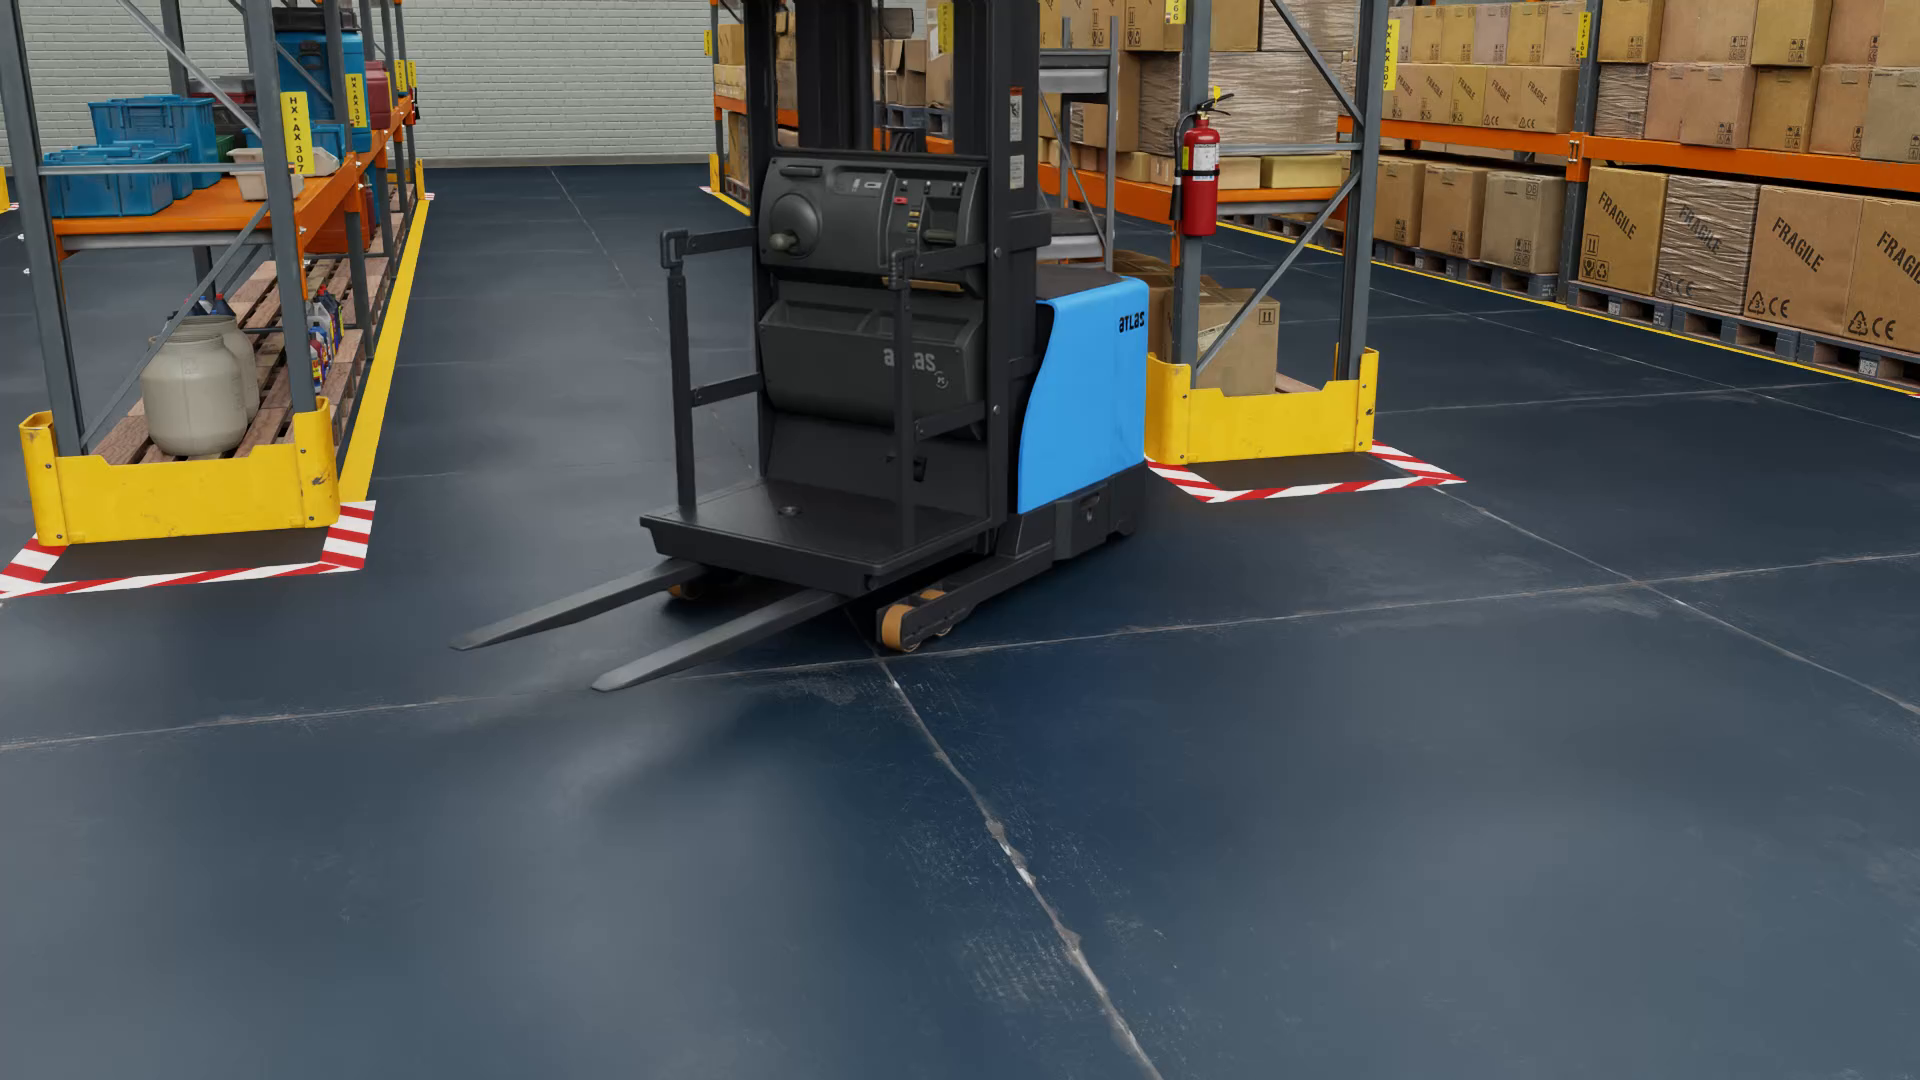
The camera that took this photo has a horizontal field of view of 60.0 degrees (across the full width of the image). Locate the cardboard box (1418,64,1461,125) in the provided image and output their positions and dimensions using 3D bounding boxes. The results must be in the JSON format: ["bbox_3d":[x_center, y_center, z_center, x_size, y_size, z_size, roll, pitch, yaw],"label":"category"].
[{"bbox_3d":[4.412,-3.935,14.664,0.500,0.500,0.500,-5,17,-16],"label":"cardboard box"}]

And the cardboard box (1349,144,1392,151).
[{"bbox_3d":[4.176,-4.024,17.444,0.500,0.250,0.500,-6,18,-18],"label":"cardboard box"}]

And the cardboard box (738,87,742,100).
[{"bbox_3d":[-2.516,-5.486,20.439,0.380,0.149,0.250,-5,17,-16],"label":"cardboard box"}]

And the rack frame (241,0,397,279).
[{"bbox_3d":[-5.426,-3.695,14.038,1.000,3.000,0.127,-5,17,-15],"label":"rack frame"}]

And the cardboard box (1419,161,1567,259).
[{"bbox_3d":[4.713,-2.900,14.571,1.050,0.750,0.750,-5,17,-15],"label":"cardboard box"}]

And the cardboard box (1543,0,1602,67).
[{"bbox_3d":[5.090,-4.008,13.168,0.700,0.500,0.500,-5,17,-16],"label":"cardboard box"}]

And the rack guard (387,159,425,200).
[{"bbox_3d":[-7.644,-4.716,21.783,1.175,0.500,0.348,-5,17,-15],"label":"rack guard"}]

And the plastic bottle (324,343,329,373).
[{"bbox_3d":[-3.575,-1.028,9.261,0.097,0.201,0.097,0,17,0],"label":"plastic bottle"}]

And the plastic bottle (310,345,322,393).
[{"bbox_3d":[-3.426,-0.912,8.752,0.097,0.271,0.097,0,17,0],"label":"plastic bottle"}]

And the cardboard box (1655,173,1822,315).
[{"bbox_3d":[5.589,-2.099,11.689,0.875,0.875,0.875,-5,17,-15],"label":"cardboard box"}]

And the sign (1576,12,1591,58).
[{"bbox_3d":[4.713,-3.815,12.564,0.100,0.325,0.005,-5,17,-15],"label":"sign"}]

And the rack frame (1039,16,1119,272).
[{"bbox_3d":[0.483,-1.191,7.268,0.400,2.100,0.015,-6,18,-20],"label":"rack frame"}]

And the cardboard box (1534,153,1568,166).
[{"bbox_3d":[8.012,-4.995,21.329,0.875,0.875,0.875,-4,17,-14],"label":"cardboard box"}]

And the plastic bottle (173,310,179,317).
[{"bbox_3d":[-4.336,-1.104,9.255,0.144,0.351,0.185,-5,17,-16],"label":"plastic bottle"}]

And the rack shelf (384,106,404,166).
[{"bbox_3d":[-5.976,-3.903,15.983,1.077,0.370,4.000,-5,17,-15],"label":"rack shelf"}]

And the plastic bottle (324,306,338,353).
[{"bbox_3d":[-3.735,-1.248,9.849,0.061,0.283,0.133,-4,17,-12],"label":"plastic bottle"}]

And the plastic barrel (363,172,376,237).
[{"bbox_3d":[-5.888,-3.187,15.811,0.600,0.588,0.708,-5,17,-15],"label":"plastic barrel"}]

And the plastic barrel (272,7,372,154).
[{"bbox_3d":[-4.142,-2.959,10.718,0.600,0.901,0.708,-5,17,-15],"label":"plastic barrel"}]

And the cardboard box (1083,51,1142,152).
[{"bbox_3d":[1.157,-2.347,8.860,0.875,0.500,0.500,-5,17,-15],"label":"cardboard box"}]

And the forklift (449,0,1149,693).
[{"bbox_3d":[-0.449,-1.174,5.766,1.130,2.935,3.031,11,20,32],"label":"forklift"}]

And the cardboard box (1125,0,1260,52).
[{"bbox_3d":[1.146,-2.675,8.215,0.500,0.500,0.500,-5,17,-15],"label":"cardboard box"}]

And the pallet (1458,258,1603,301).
[{"bbox_3d":[4.947,-2.216,13.963,1.003,0.211,1.213,-5,17,-15],"label":"pallet"}]

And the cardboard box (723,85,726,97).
[{"bbox_3d":[-2.867,-5.841,21.620,0.380,0.149,0.250,-5,17,-16],"label":"cardboard box"}]

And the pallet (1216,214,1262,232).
[{"bbox_3d":[3.588,-3.668,18.797,1.003,0.211,1.213,-5,17,-15],"label":"pallet"}]

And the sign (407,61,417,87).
[{"bbox_3d":[-7.100,-6.034,21.541,0.100,0.325,0.005,-5,17,-15],"label":"sign"}]

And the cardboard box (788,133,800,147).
[{"bbox_3d":[-1.071,-3.710,17.051,1.225,0.875,0.875,-5,17,-15],"label":"cardboard box"}]

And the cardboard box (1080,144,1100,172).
[{"bbox_3d":[0.898,-2.160,9.366,0.380,0.149,0.250,-5,17,-15],"label":"cardboard box"}]

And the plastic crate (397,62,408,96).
[{"bbox_3d":[-7.353,-5.875,21.132,0.616,0.435,0.499,-5,17,-15],"label":"plastic crate"}]

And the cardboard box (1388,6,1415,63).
[{"bbox_3d":[4.387,-4.713,15.515,0.700,0.500,0.500,-5,17,-16],"label":"cardboard box"}]

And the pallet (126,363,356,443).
[{"bbox_3d":[-3.844,-0.726,9.001,1.003,0.211,1.213,-5,17,-15],"label":"pallet"}]

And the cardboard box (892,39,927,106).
[{"bbox_3d":[-0.130,-3.703,13.155,0.797,0.503,0.637,-3,17,-10],"label":"cardboard box"}]

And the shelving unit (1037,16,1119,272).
[{"bbox_3d":[0.395,-1.257,7.486,0.431,2.100,0.503,-6,18,-20],"label":"shelving unit"}]

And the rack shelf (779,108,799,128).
[{"bbox_3d":[-1.214,-4.295,17.287,1.077,0.370,4.000,-5,17,-15],"label":"rack shelf"}]

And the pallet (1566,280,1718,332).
[{"bbox_3d":[5.366,-1.792,12.551,1.003,0.211,1.213,-5,17,-15],"label":"pallet"}]

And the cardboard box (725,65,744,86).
[{"bbox_3d":[-2.707,-5.933,21.234,0.500,0.250,0.500,-5,18,-17],"label":"cardboard box"}]

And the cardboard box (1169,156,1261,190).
[{"bbox_3d":[1.258,-1.816,8.219,0.380,0.149,0.250,-5,17,-15],"label":"cardboard box"}]

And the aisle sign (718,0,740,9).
[{"bbox_3d":[-3.171,-7.540,22.322,0.394,0.787,0.004,-5,17,-15],"label":"aisle sign"}]

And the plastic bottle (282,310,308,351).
[{"bbox_3d":[-3.956,-1.267,9.927,0.152,0.276,0.135,-5,17,-15],"label":"plastic bottle"}]

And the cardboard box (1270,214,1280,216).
[{"bbox_3d":[3.561,-3.760,17.870,0.500,0.500,0.500,-4,17,-13],"label":"cardboard box"}]

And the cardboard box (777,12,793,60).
[{"bbox_3d":[-1.580,-5.545,18.281,0.797,0.503,0.637,-5,17,-17],"label":"cardboard box"}]

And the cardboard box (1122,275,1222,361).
[{"bbox_3d":[1.182,-1.214,9.395,0.500,0.500,0.500,0,17,-1],"label":"cardboard box"}]

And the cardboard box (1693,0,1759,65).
[{"bbox_3d":[5.579,-3.525,11.336,0.875,0.550,0.550,-5,17,-15],"label":"cardboard box"}]

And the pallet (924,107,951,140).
[{"bbox_3d":[0.365,-3.111,12.428,1.003,0.211,1.213,-5,17,-15],"label":"pallet"}]

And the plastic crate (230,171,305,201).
[{"bbox_3d":[-3.164,-1.629,7.618,0.298,0.136,0.250,-5,17,-15],"label":"plastic crate"}]

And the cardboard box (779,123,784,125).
[{"bbox_3d":[-1.868,-4.565,19.899,0.875,0.875,0.875,-5,17,-15],"label":"cardboard box"}]

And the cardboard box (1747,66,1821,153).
[{"bbox_3d":[5.795,-2.867,11.022,0.875,0.550,0.500,-5,17,-15],"label":"cardboard box"}]

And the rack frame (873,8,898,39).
[{"bbox_3d":[-0.664,-4.086,15.342,1.000,3.000,0.127,-5,17,-15],"label":"rack frame"}]

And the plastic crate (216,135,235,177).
[{"bbox_3d":[-4.225,-2.089,9.061,0.450,0.188,0.662,-5,17,-15],"label":"plastic crate"}]

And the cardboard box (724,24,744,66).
[{"bbox_3d":[-2.705,-6.294,21.131,0.500,0.500,0.500,-5,17,-17],"label":"cardboard box"}]
